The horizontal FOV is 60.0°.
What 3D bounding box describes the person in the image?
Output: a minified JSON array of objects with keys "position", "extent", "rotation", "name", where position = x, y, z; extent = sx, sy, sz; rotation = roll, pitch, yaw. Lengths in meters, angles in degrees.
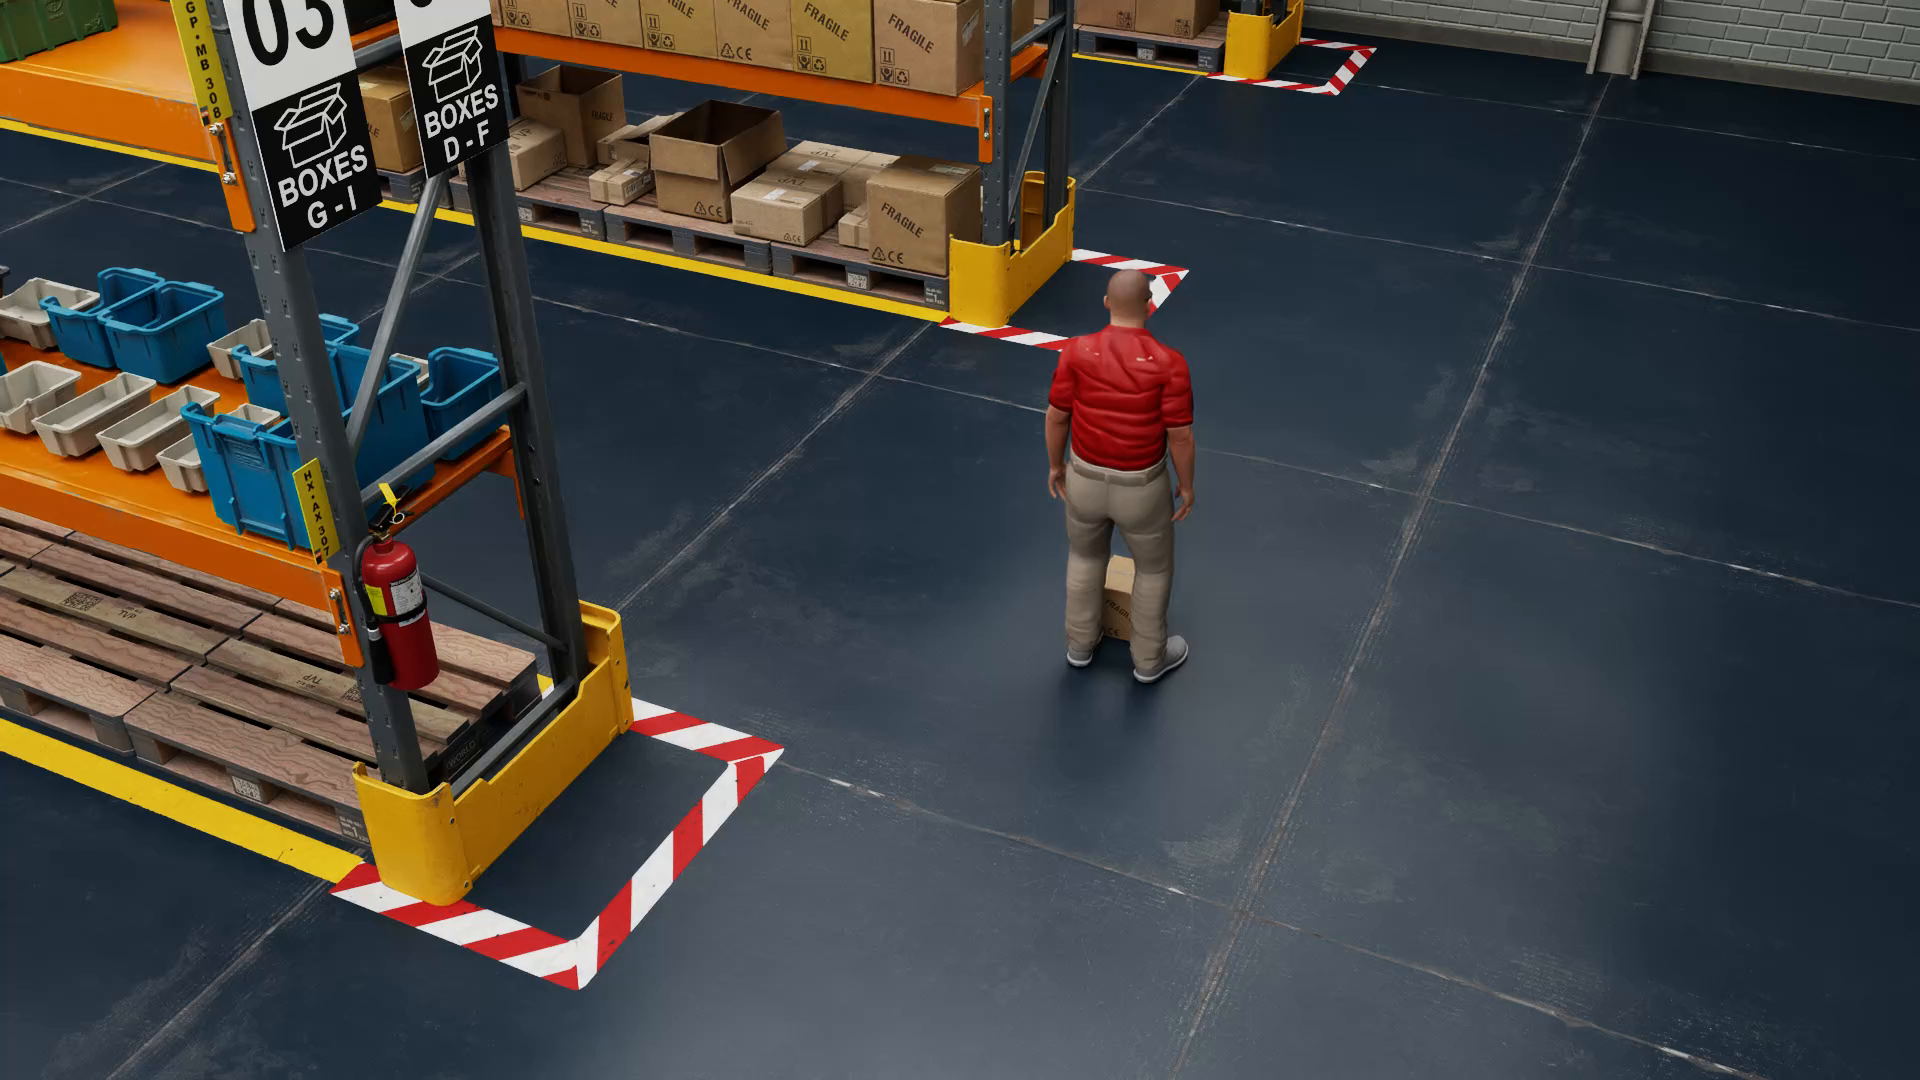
[{"position":[0.630,-0.231,6.502],"extent":[0.606,1.726,0.393],"rotation":[12,35,18],"name":"person"}]
